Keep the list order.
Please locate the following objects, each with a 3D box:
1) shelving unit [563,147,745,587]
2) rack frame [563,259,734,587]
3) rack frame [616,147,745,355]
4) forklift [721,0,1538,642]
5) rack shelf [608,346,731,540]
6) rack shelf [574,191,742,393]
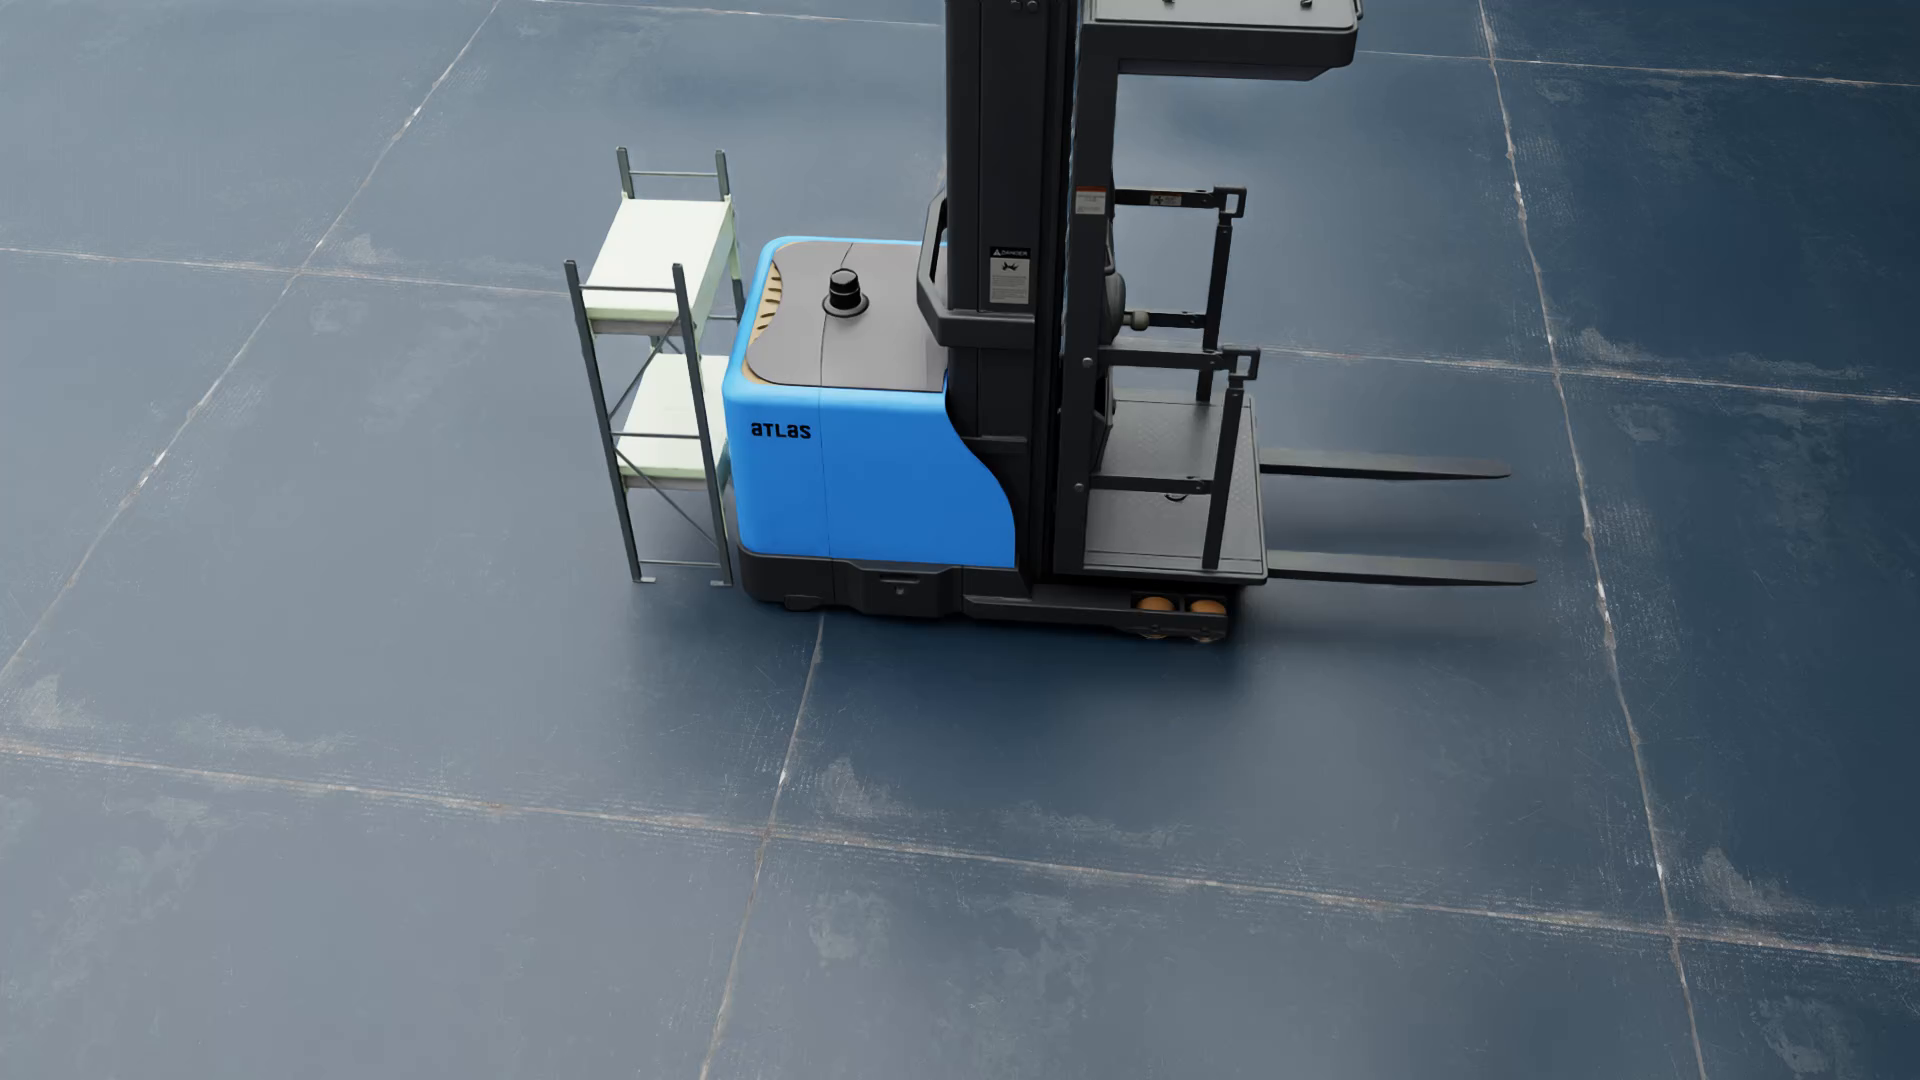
[{"bbox_3d":[-1.075,-0.628,6.316,0.431,1.500,0.755,3,43,4],"label":"shelving unit"},{"bbox_3d":[-1.108,-0.377,6.051,0.400,1.500,0.023,3,43,4],"label":"rack frame"},{"bbox_3d":[-1.043,-0.879,6.580,0.400,1.500,0.023,3,43,4],"label":"rack frame"},{"bbox_3d":[0.695,-1.060,5.738,3.031,2.935,1.130,3,44,3],"label":"forklift"},{"bbox_3d":[-1.069,-0.391,6.539,0.431,0.370,0.720,3,43,4],"label":"rack shelf"},{"bbox_3d":[-1.083,-0.912,6.048,0.431,0.370,0.720,3,43,4],"label":"rack shelf"}]
